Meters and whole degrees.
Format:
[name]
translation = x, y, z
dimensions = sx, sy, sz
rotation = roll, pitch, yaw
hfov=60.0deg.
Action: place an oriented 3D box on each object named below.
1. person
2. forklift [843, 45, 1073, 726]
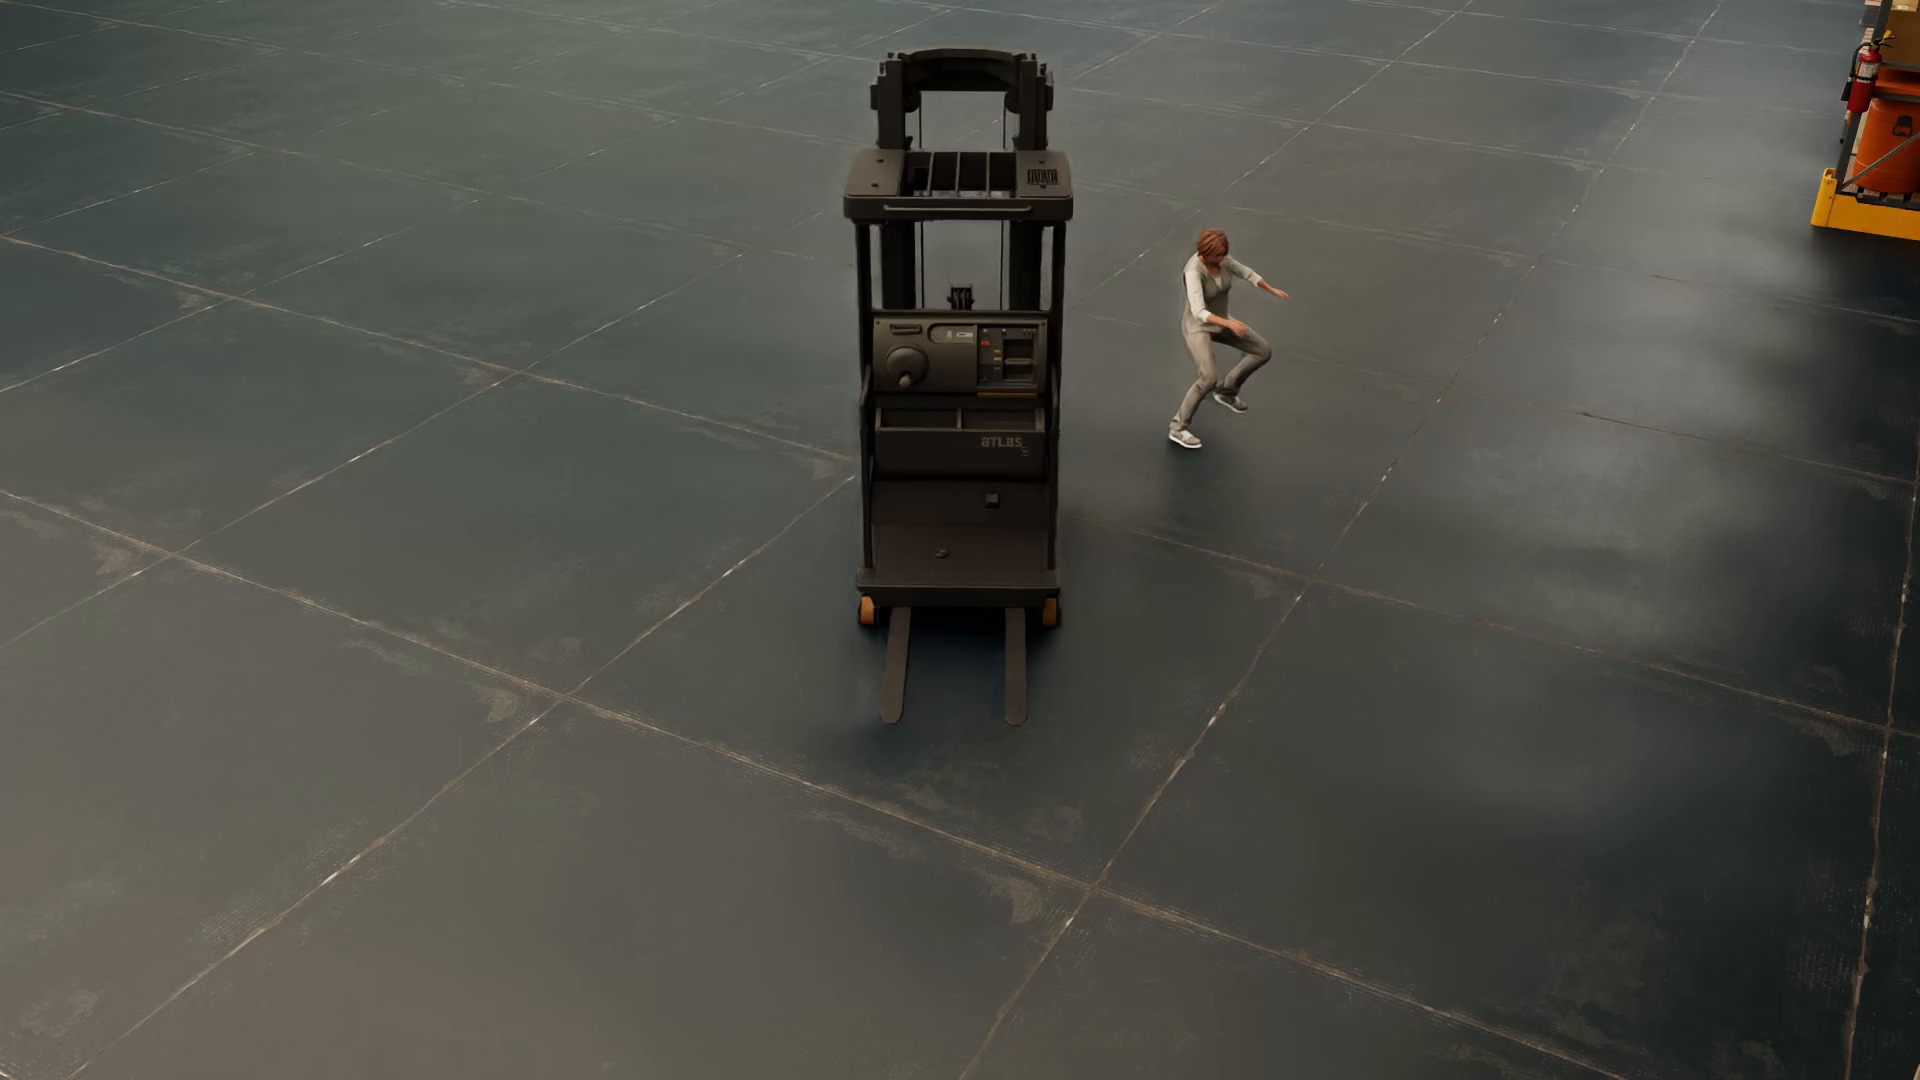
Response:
[person]
translation = 1.763, -1.368, 10.980
dimensions = 0.817, 1.387, 0.692
rotation = -23, 37, -34
[forklift]
translation = 0.000, -0.946, 8.710
dimensions = 1.130, 2.935, 3.031
rotation = 1, 30, 1
